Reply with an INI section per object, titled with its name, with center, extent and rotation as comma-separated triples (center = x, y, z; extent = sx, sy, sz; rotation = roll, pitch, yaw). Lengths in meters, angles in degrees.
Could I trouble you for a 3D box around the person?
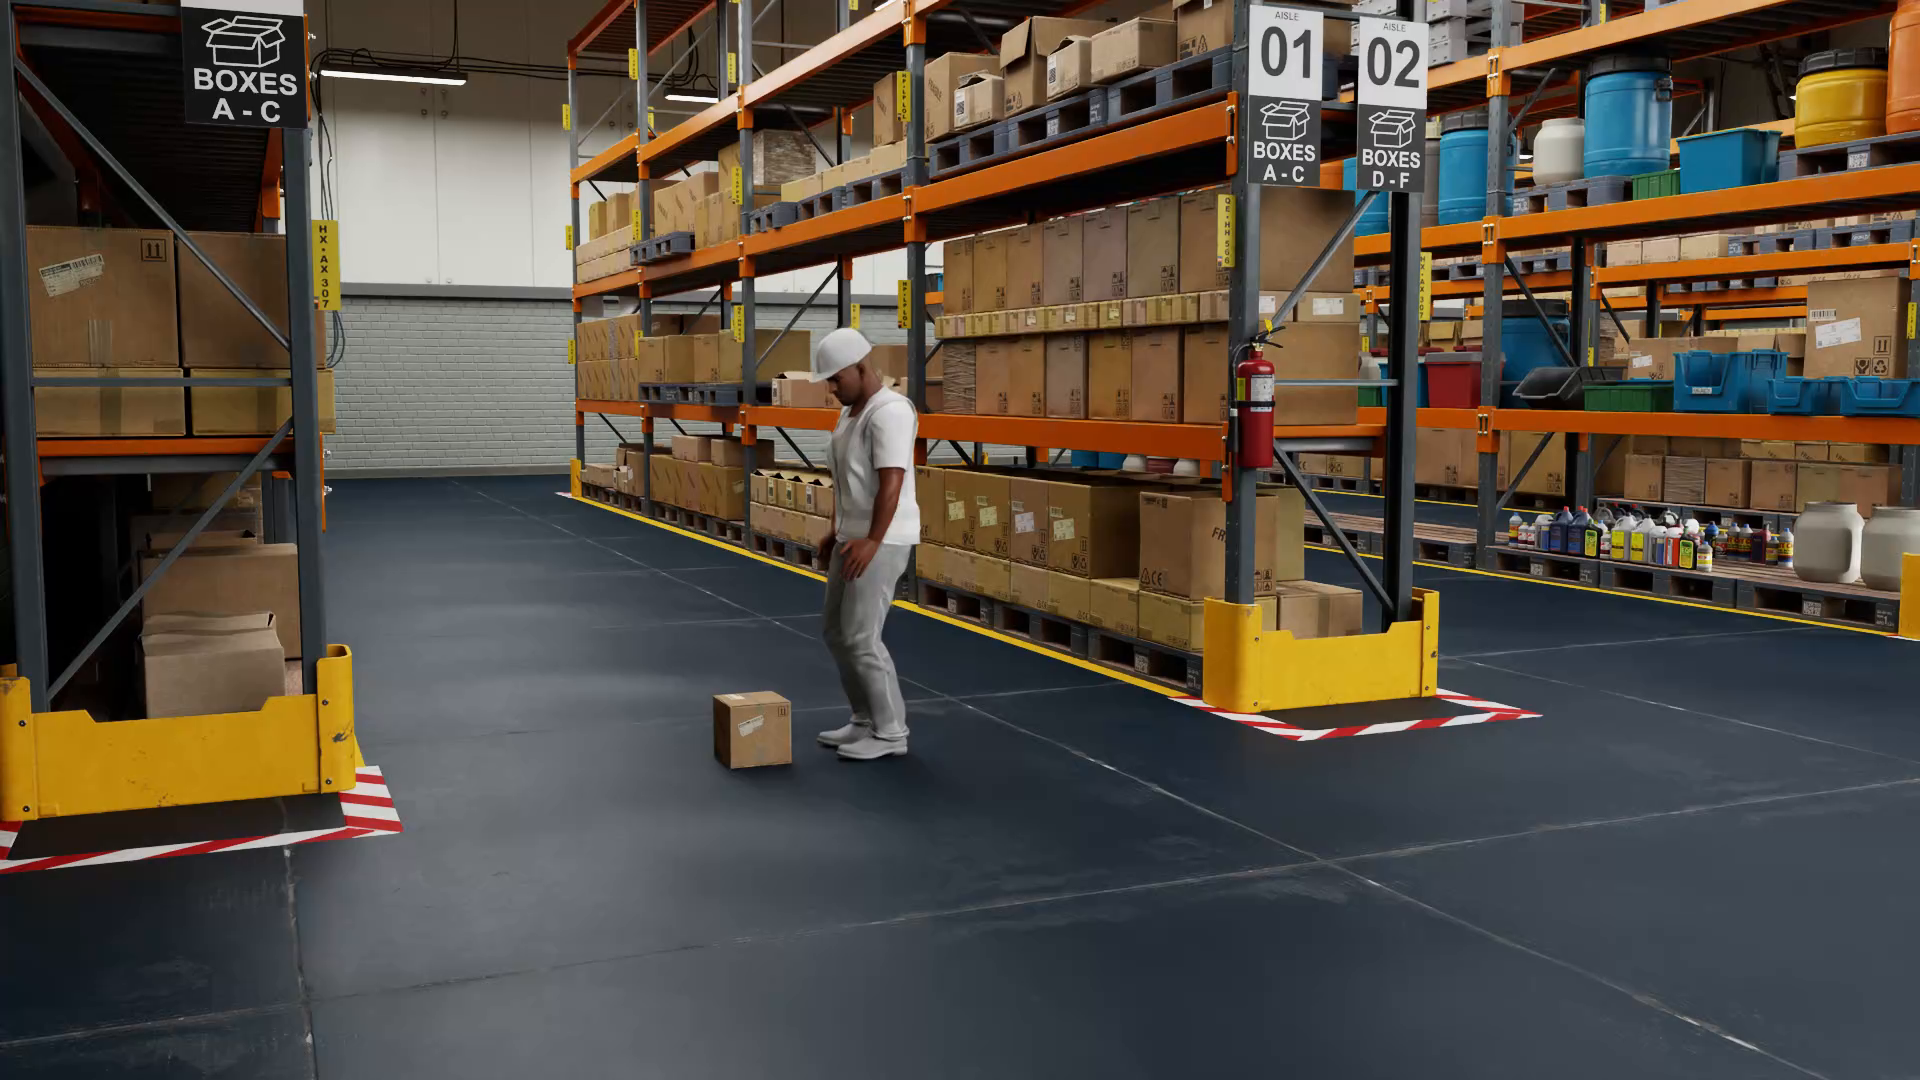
[person]
center = -0.392, 0.011, 6.752
extent = 0.437, 1.725, 0.588
rotation = -2, 6, -22
